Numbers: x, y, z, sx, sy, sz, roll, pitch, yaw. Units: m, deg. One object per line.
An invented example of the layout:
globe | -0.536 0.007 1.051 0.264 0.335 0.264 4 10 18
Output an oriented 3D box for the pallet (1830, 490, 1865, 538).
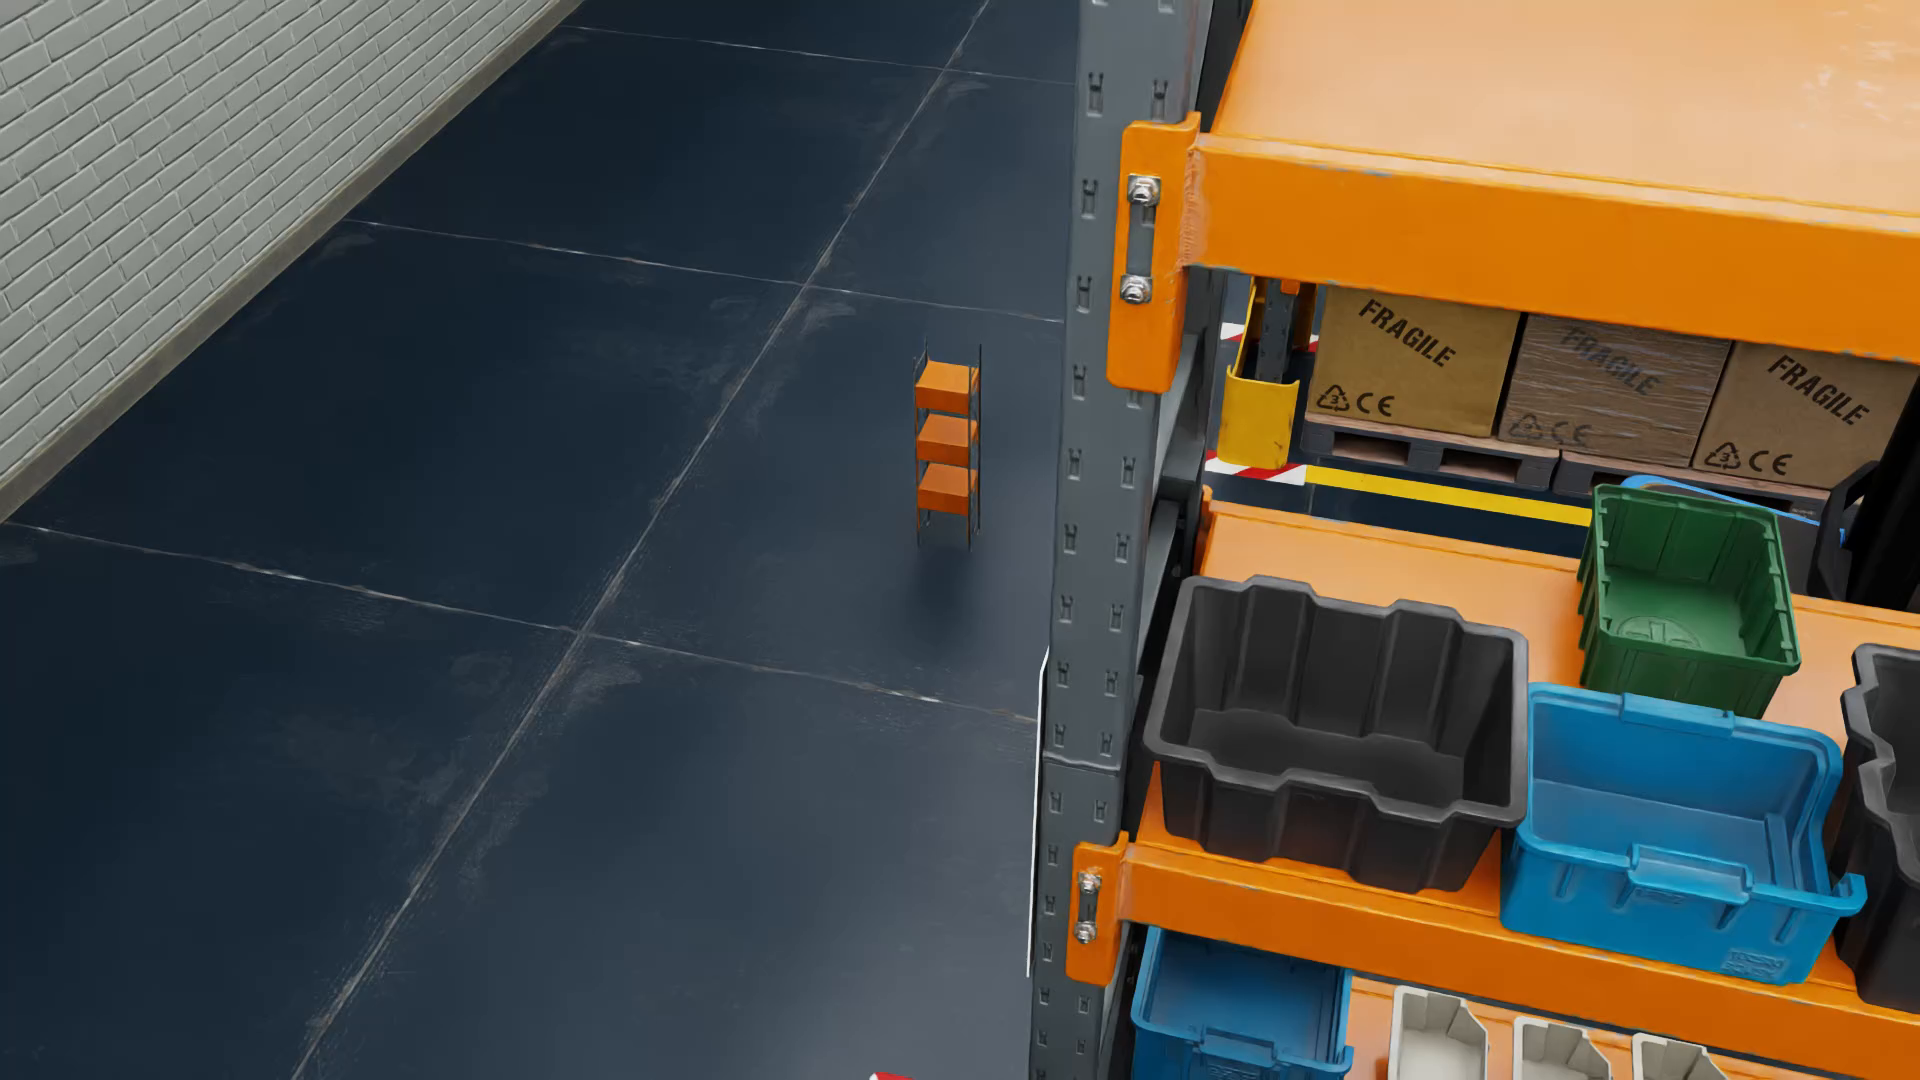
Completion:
pallet | 4.753 -0.313 7.983 1.213 0.211 1.003 10 41 11

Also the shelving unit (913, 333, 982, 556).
shelving unit | -0.052 -0.411 7.448 0.252 1.050 0.215 10 41 11

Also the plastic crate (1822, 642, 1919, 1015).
plastic crate | 1.727 0.506 2.555 0.767 0.338 0.504 10 41 11

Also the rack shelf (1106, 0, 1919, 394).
rack shelf | 2.255 -0.330 2.041 4.000 0.370 1.077 10 41 11

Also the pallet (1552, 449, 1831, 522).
pallet | 3.570 -0.514 8.223 1.213 0.211 1.003 10 41 11

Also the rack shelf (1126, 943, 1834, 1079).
rack shelf | 2.255 1.814 3.841 4.000 0.370 1.077 10 41 11

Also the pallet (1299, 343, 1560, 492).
pallet | 2.395 -0.719 8.466 1.213 0.211 1.003 10 41 11

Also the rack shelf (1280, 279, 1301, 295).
rack shelf | 3.535 -1.263 7.505 4.000 0.370 1.077 10 41 11

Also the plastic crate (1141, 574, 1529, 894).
plastic crate | 0.622 0.345 2.801 0.590 0.269 0.497 10 41 11

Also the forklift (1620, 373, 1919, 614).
forklift | 3.679 0.145 5.322 3.031 2.935 1.130 19 44 21

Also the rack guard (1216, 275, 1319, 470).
rack guard | 1.580 -0.918 8.478 0.348 0.500 1.175 10 41 11

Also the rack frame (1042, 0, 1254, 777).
rack frame | 0.323 -1.091 2.076 0.127 3.000 1.000 10 41 11

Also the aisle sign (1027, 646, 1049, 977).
aisle sign | 0.176 0.383 2.964 0.004 0.787 0.394 10 41 11

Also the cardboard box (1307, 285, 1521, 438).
cardboard box | 2.242 -1.161 8.150 0.875 0.875 0.875 10 41 11

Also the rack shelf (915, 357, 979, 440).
rack shelf | -0.052 -0.620 7.272 0.240 0.259 0.215 10 41 11

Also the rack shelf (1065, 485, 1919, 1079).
rack shelf | 2.255 0.666 2.877 4.000 0.370 1.077 10 41 11

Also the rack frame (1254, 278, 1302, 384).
rack frame | 1.603 -1.871 7.670 0.127 3.000 1.000 10 41 11

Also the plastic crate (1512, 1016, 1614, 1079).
plastic crate | 1.433 1.365 3.976 0.243 0.136 0.396 10 41 11

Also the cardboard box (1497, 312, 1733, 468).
cardboard box | 3.121 -1.010 7.970 0.875 0.875 0.875 10 41 11

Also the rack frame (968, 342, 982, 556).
rack frame | 0.066 -0.391 7.423 0.008 1.050 0.200 10 41 11

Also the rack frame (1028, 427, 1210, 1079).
rack frame | 0.323 1.206 4.006 0.127 3.000 1.000 10 41 11

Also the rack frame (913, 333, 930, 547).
rack frame | -0.170 -0.431 7.472 0.008 1.050 0.200 10 41 11

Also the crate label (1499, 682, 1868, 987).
crate label | 1.130 0.469 2.667 0.502 0.251 0.408 10 41 11

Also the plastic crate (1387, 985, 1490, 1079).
plastic crate | 1.157 1.307 4.044 0.243 0.136 0.396 10 41 11

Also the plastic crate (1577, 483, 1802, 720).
plastic crate | 1.349 0.125 3.125 0.336 0.188 0.450 10 41 11

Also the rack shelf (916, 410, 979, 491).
rack shelf | -0.052 -0.403 7.454 0.240 0.259 0.215 10 41 11

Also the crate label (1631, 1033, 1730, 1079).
crate label | 1.709 1.396 3.939 0.243 0.136 0.396 10 41 11

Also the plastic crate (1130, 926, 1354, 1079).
plastic crate | 0.694 1.109 4.047 0.499 0.435 0.616 10 41 11

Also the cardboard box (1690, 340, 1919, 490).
cardboard box | 3.981 -0.862 7.794 0.875 0.875 0.875 10 41 11

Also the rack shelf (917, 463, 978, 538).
rack shelf | -0.052 -0.190 7.633 0.240 0.259 0.215 10 41 11
